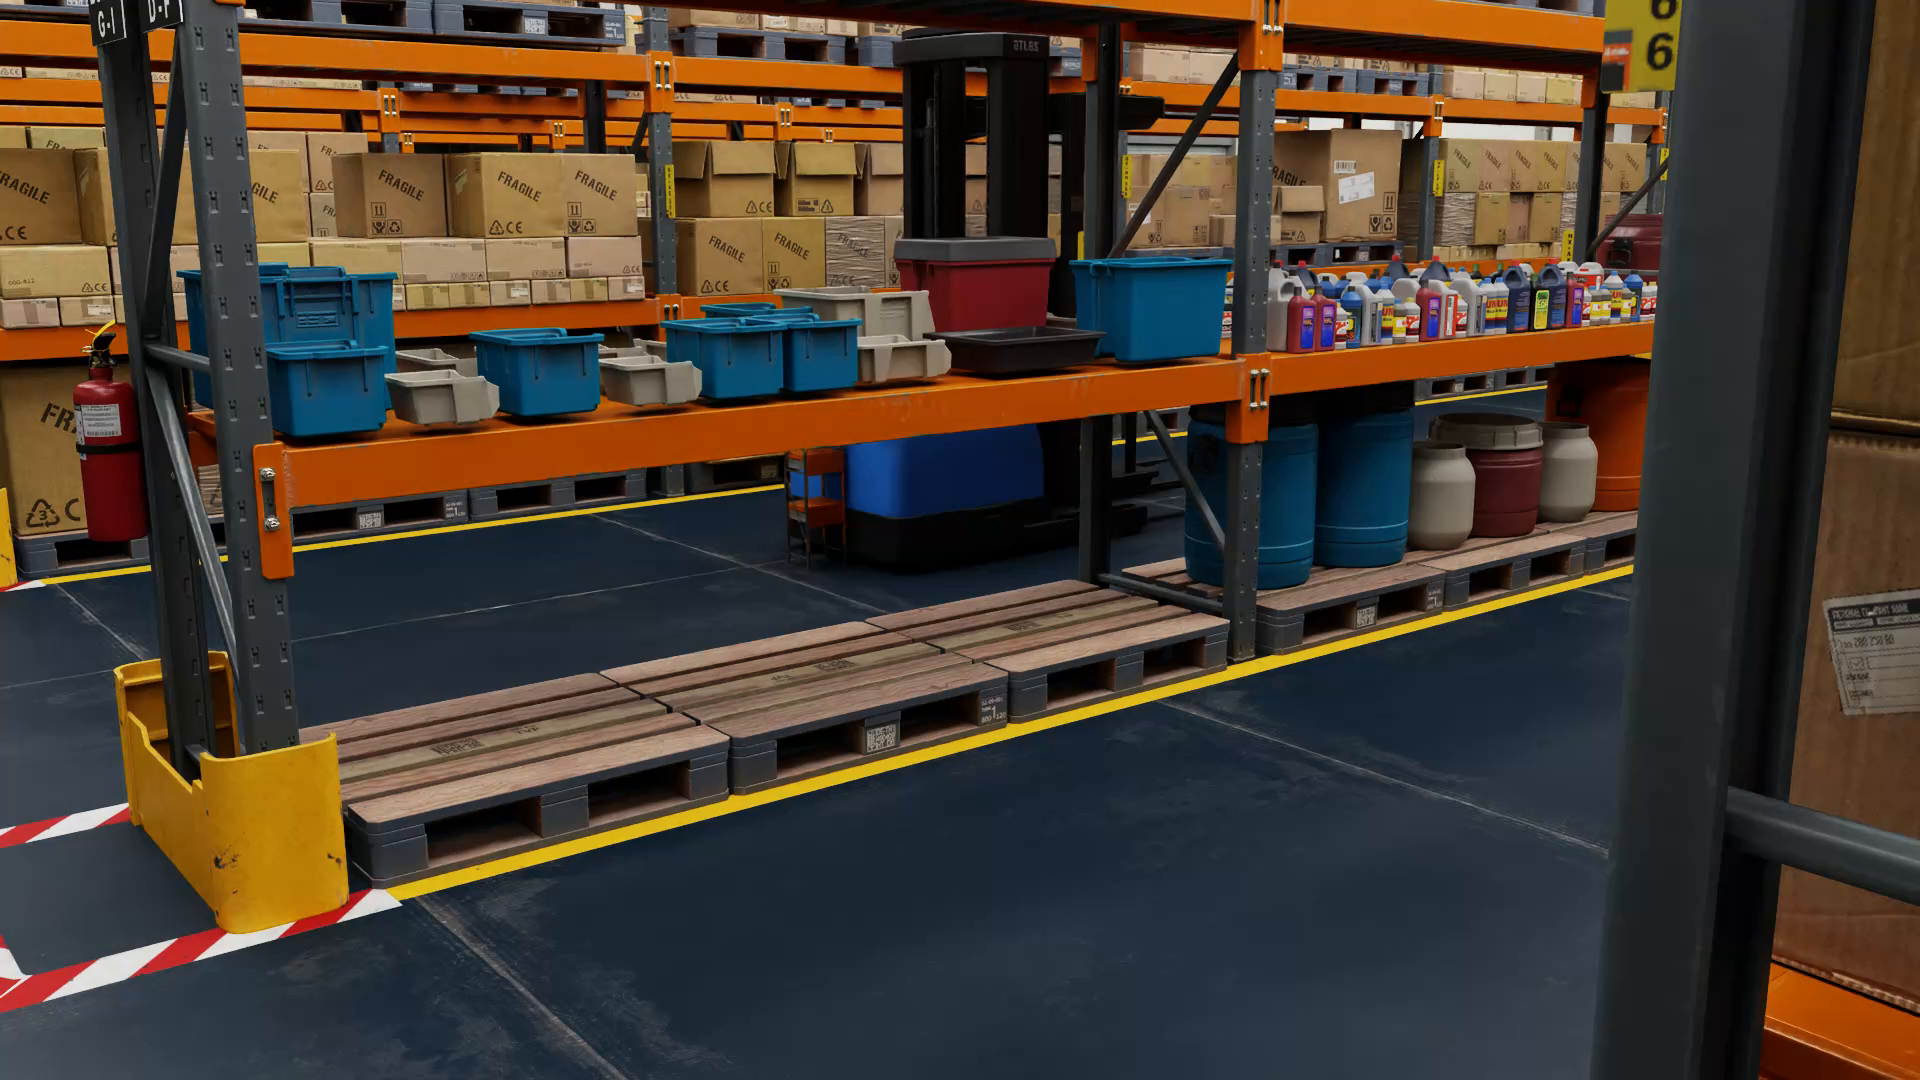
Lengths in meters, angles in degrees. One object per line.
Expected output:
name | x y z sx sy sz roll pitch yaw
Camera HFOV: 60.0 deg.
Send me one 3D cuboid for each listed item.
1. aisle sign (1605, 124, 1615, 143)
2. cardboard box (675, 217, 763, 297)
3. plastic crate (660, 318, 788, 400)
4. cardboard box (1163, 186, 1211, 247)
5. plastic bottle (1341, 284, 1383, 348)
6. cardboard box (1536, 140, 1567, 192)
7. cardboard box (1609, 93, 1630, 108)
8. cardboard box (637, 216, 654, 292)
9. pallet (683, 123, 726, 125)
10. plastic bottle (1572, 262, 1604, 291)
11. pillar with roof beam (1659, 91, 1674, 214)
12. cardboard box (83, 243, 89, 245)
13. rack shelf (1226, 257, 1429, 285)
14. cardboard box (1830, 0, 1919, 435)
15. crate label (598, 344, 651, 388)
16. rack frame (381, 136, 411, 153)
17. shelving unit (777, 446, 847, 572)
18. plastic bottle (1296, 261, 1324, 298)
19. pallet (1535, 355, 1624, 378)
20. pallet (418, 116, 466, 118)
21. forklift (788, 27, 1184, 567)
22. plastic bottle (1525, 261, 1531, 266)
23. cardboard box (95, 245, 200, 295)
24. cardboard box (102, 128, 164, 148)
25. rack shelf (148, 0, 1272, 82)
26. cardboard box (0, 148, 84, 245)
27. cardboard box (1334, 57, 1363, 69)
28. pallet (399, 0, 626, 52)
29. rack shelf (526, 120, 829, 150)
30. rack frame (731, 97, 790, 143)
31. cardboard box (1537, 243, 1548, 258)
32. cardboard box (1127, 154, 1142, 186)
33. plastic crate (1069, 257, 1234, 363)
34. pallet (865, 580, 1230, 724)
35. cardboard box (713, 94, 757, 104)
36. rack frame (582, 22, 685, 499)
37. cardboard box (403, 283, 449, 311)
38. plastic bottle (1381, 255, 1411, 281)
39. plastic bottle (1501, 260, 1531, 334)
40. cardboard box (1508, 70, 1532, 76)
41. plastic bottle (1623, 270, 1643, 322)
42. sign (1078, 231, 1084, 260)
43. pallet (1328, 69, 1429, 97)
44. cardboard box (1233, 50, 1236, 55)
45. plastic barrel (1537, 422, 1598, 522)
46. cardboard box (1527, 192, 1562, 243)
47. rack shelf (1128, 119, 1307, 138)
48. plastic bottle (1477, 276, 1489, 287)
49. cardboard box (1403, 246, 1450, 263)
aisle sign | 7.054 -4.713 18.344 0.004 0.787 0.394 -9 15 -38
cardboard box | -1.662 -1.896 11.094 0.500 0.500 0.500 -9 15 -37
plastic crate | -0.780 -0.602 5.502 0.300 0.233 0.416 -9 15 -38
cardboard box | 1.716 -2.766 14.183 0.500 0.500 0.700 -7 14 -29
plastic bottle | 1.802 -1.009 7.459 0.135 0.276 0.152 -9 15 -38
cardboard box | 5.744 -3.763 16.765 0.500 0.500 0.500 -9 15 -38
cardboard box | 6.587 -4.610 17.255 0.500 0.250 0.500 -9 15 -37
cardboard box | -1.983 -1.982 11.498 0.500 0.500 0.500 -9 15 -37
pallet | -3.478 -5.651 22.248 1.003 0.211 1.213 -9 15 -38
plastic bottle | 3.596 -1.454 9.555 0.135 0.276 0.152 -9 15 -38
pillar with roof beam | 22.907 -11.982 44.390 0.548 9.000 9.100 -9 15 -38
cardboard box | -4.692 -1.552 9.363 0.500 0.250 0.500 -10 15 -39
rack shelf | 2.508 -2.254 14.756 4.000 0.370 1.077 -9 15 -38
cardboard box | 1.061 -0.342 1.369 0.500 0.500 0.500 -10 15 -38
crate label | -1.245 -0.616 5.799 0.243 0.136 0.396 -9 15 -38
rack frame | -8.348 -4.759 24.817 0.127 3.000 1.000 -9 15 -38
shelving unit | -0.803 -0.379 8.841 0.252 1.050 0.215 -16 19 -38
plastic bottle | 1.665 -1.173 8.051 0.185 0.351 0.144 -9 15 -38
pallet | 6.477 -1.911 18.121 1.213 0.211 1.003 -9 15 -38
pallet | -6.586 -5.091 19.617 1.213 0.211 1.003 -9 15 -35
forklift | 0.476 -1.519 9.727 3.031 2.935 1.130 -10 16 -40
plastic bottle | 3.215 -1.447 9.504 0.133 0.283 0.061 -9 15 -38
cardboard box | -4.355 -1.468 8.964 0.500 0.250 0.500 -10 15 -38
cardboard box | -6.598 -3.022 13.275 0.500 0.500 0.500 -10 16 -39
rack shelf | -0.645 -1.880 5.772 4.000 0.370 1.077 -9 15 -38
cardboard box | -5.084 -1.853 8.975 0.500 0.500 0.500 -9 15 -37
cardboard box | 3.398 -4.334 14.911 0.258 0.266 0.396 -9 15 -36
pallet | -2.823 -3.147 10.220 1.213 0.211 1.003 -9 15 -38
rack shelf | -3.683 -5.329 22.014 4.000 0.370 1.077 -9 15 -38
rack frame | -2.073 -3.164 17.309 0.127 3.000 1.000 -9 15 -38
cardboard box | 5.755 -2.959 16.945 0.250 0.149 0.380 -9 15 -38
cardboard box | 1.716 -4.417 20.250 0.550 0.550 0.875 -9 15 -38
plastic crate | 0.765 -0.930 6.681 0.575 0.384 0.392 -9 15 -38
pallet | 0.367 0.441 7.042 1.213 0.211 1.003 -9 15 -38
cardboard box | -2.361 -4.565 16.444 0.500 0.500 0.500 -9 15 -38
rack frame | -2.177 -1.828 11.014 0.127 3.000 1.000 -9 15 -38
cardboard box | -3.214 -1.445 9.818 0.250 0.149 0.380 -10 15 -39
plastic bottle | 2.290 -1.315 8.721 0.185 0.351 0.144 -9 15 -38
plastic bottle | 2.700 -1.194 8.149 0.185 0.351 0.144 -9 15 -38
cardboard box | 5.333 -4.583 16.172 0.250 0.149 0.380 -10 15 -39
plastic bottle | 3.557 -1.292 8.799 0.097 0.271 0.097 0 12 0
sign | 0.575 -1.249 7.624 0.005 0.325 0.100 -9 15 -38
pallet | 3.521 -4.178 15.315 1.003 0.211 1.213 -9 15 -38
cardboard box | 2.261 -4.258 13.795 0.500 0.500 0.500 -10 16 -39
plastic barrel | 3.284 -0.378 9.165 0.421 0.512 0.421 0 12 0
cardboard box | 5.616 -3.307 17.025 0.500 0.500 0.875 -9 15 -38
rack shelf | 2.612 -5.058 20.739 4.000 0.370 1.077 -9 15 -38
plastic bottle | 2.590 -1.169 8.223 0.097 0.271 0.097 0 12 0
cardboard box | 4.425 -2.722 15.831 0.250 0.149 0.380 -9 15 -38
